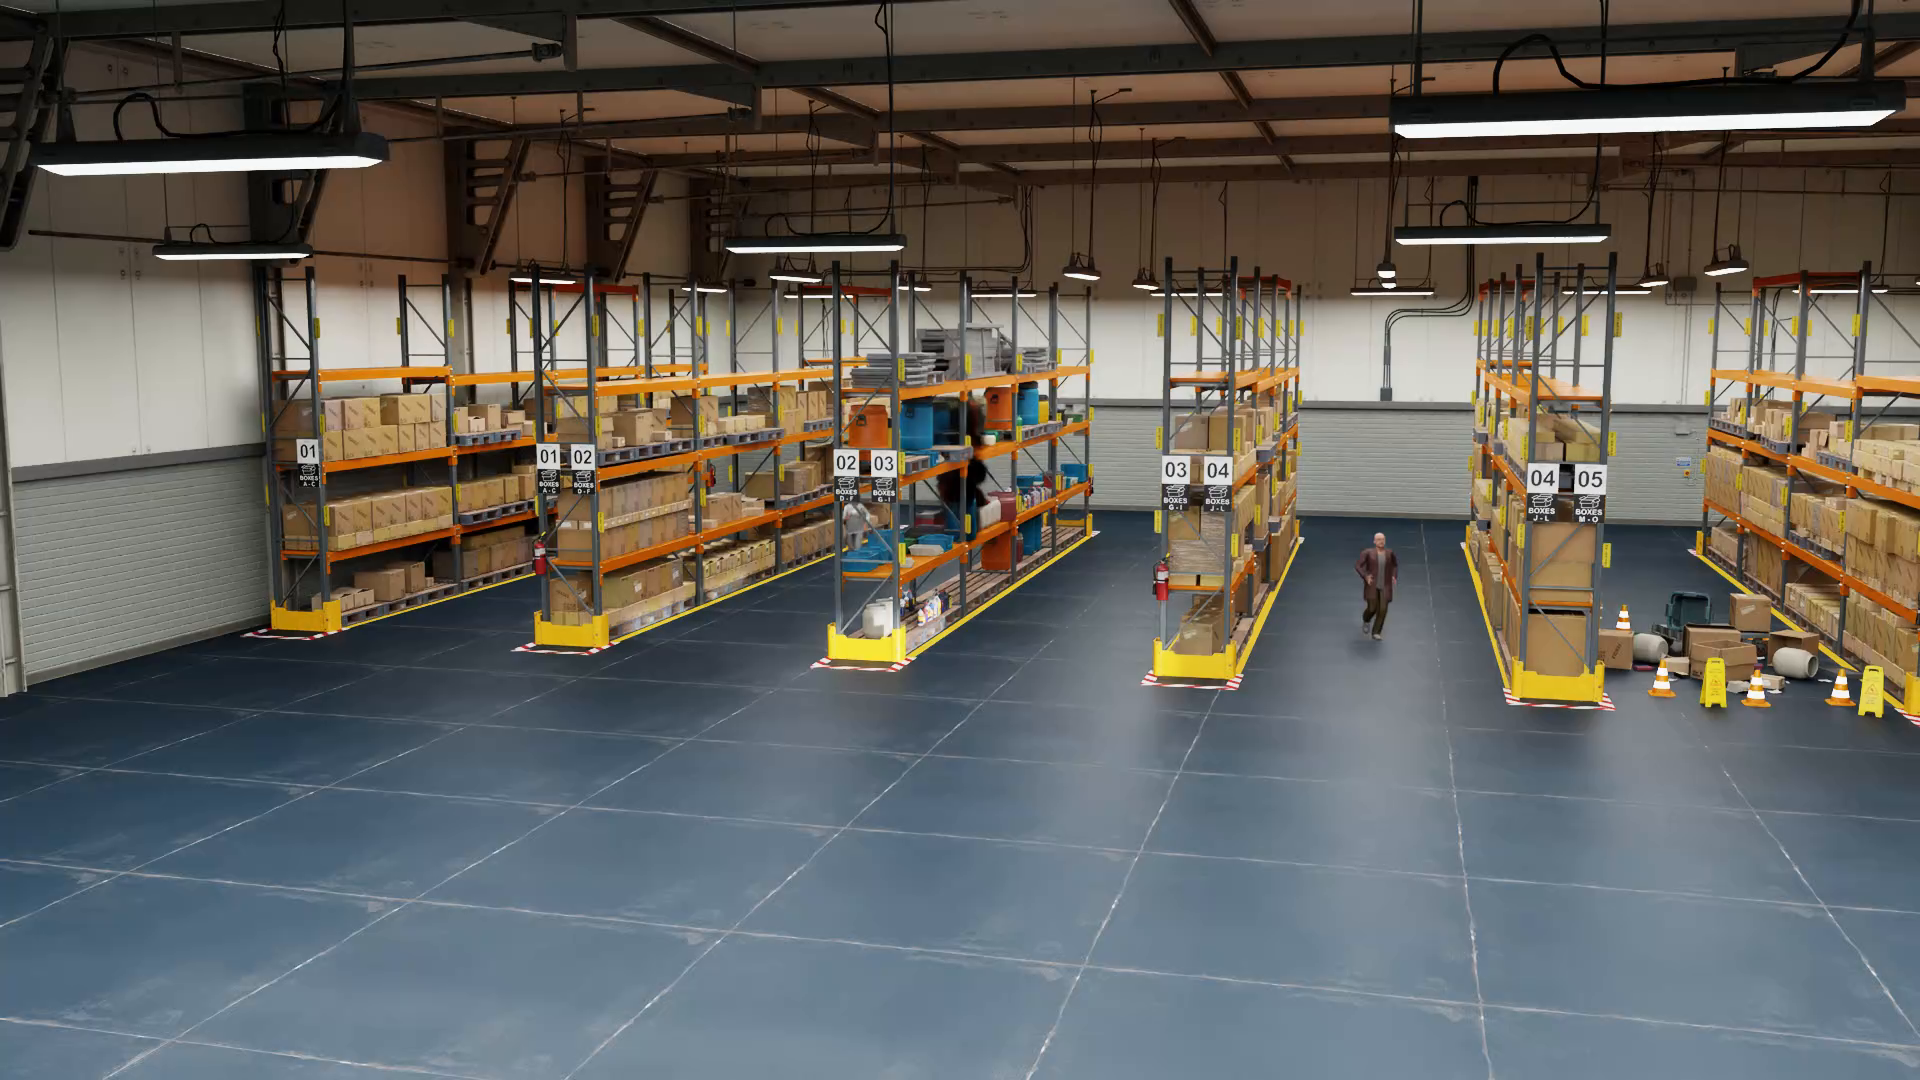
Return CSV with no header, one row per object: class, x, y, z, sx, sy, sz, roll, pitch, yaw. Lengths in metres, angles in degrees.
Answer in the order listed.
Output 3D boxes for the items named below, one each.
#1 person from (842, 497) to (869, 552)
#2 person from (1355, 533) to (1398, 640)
person,-2.007,-0.102,31.479,0.533,1.632,0.760,1,7,6
person,6.731,0.750,26.789,0.698,1.732,0.569,0,7,-2
